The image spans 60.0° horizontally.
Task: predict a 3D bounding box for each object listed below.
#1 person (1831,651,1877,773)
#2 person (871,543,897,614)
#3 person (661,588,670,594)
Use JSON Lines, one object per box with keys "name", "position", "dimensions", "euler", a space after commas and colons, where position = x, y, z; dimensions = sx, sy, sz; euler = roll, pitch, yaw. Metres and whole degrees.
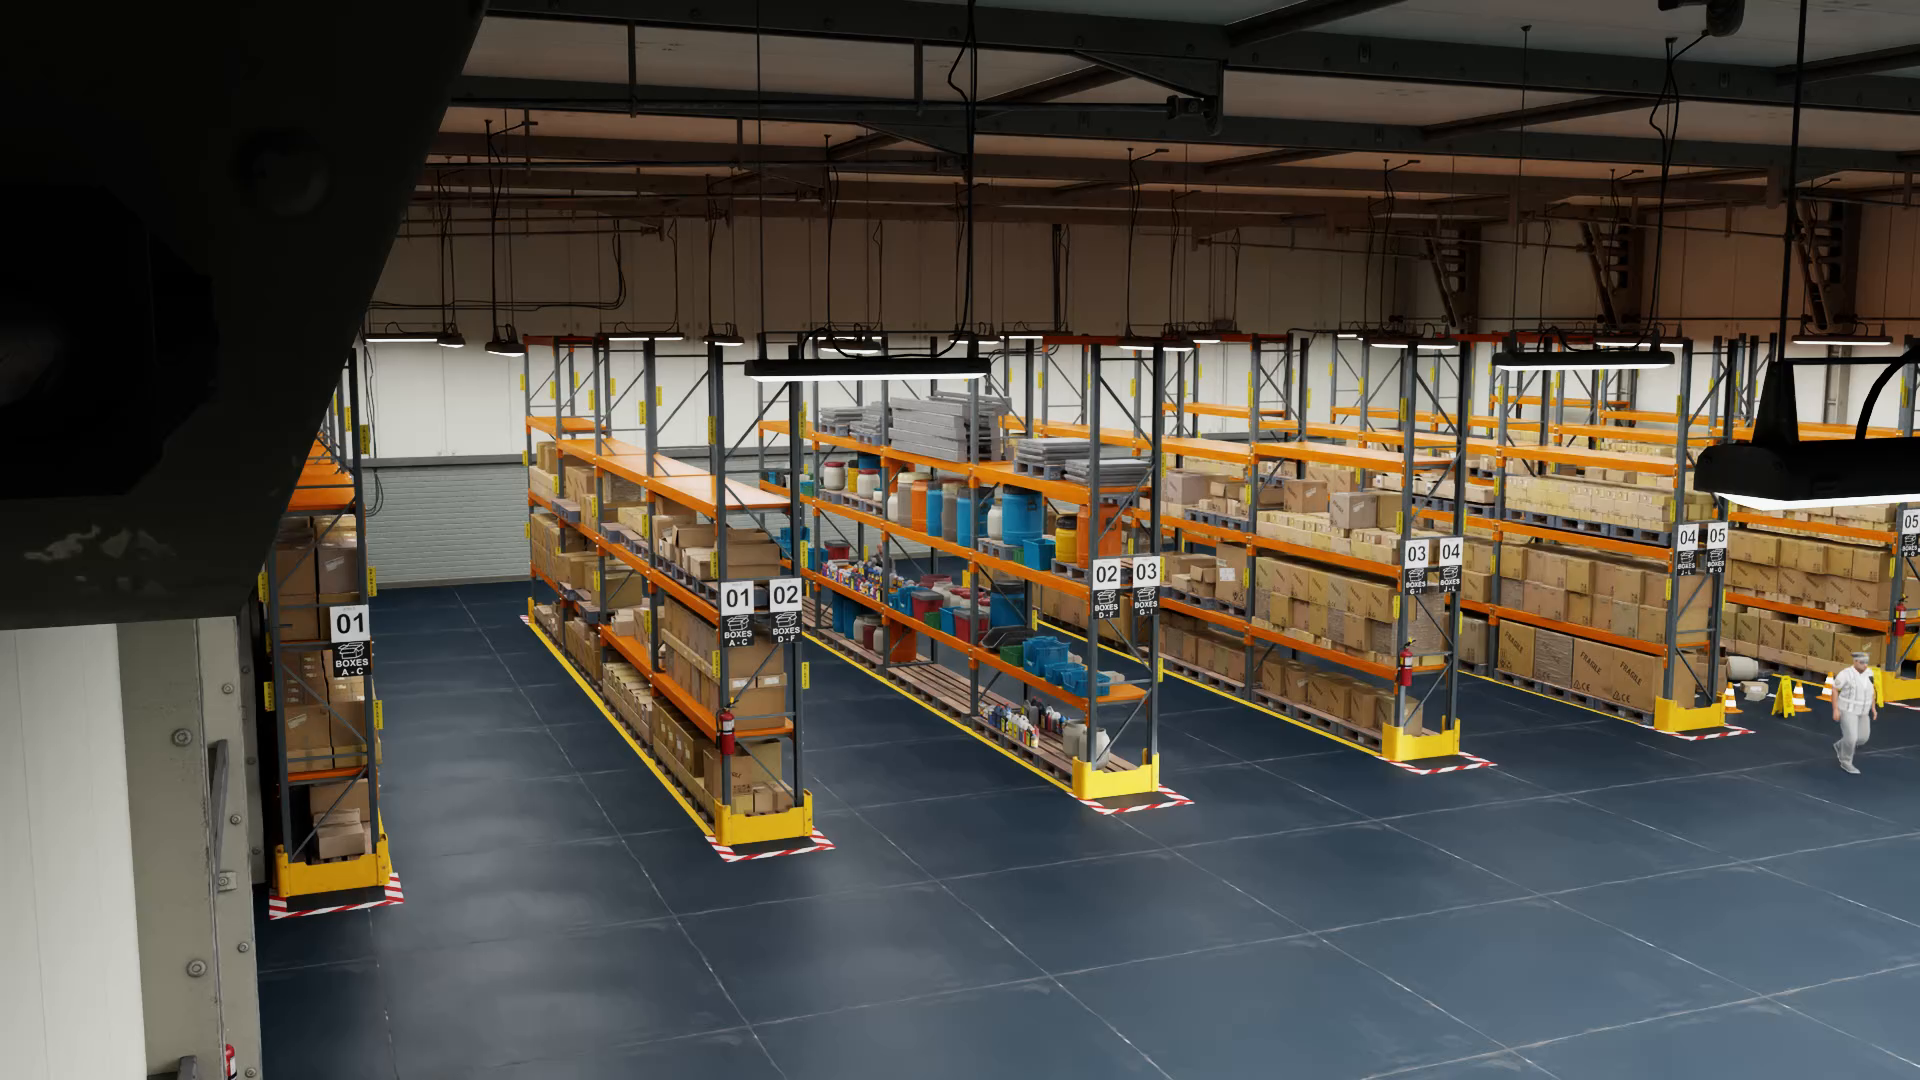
{"name": "person", "position": [12.512, 2.375, 23.406], "dimensions": [0.598, 1.740, 0.643], "euler": [-2, 8, -12]}
{"name": "person", "position": [-1.575, 0.889, 34.618], "dimensions": [0.574, 1.654, 1.063], "euler": [-7, 10, -41]}
{"name": "person", "position": [-6.320, 0.751, 35.395], "dimensions": [0.531, 1.824, 0.617], "euler": [-7, 10, -42]}
